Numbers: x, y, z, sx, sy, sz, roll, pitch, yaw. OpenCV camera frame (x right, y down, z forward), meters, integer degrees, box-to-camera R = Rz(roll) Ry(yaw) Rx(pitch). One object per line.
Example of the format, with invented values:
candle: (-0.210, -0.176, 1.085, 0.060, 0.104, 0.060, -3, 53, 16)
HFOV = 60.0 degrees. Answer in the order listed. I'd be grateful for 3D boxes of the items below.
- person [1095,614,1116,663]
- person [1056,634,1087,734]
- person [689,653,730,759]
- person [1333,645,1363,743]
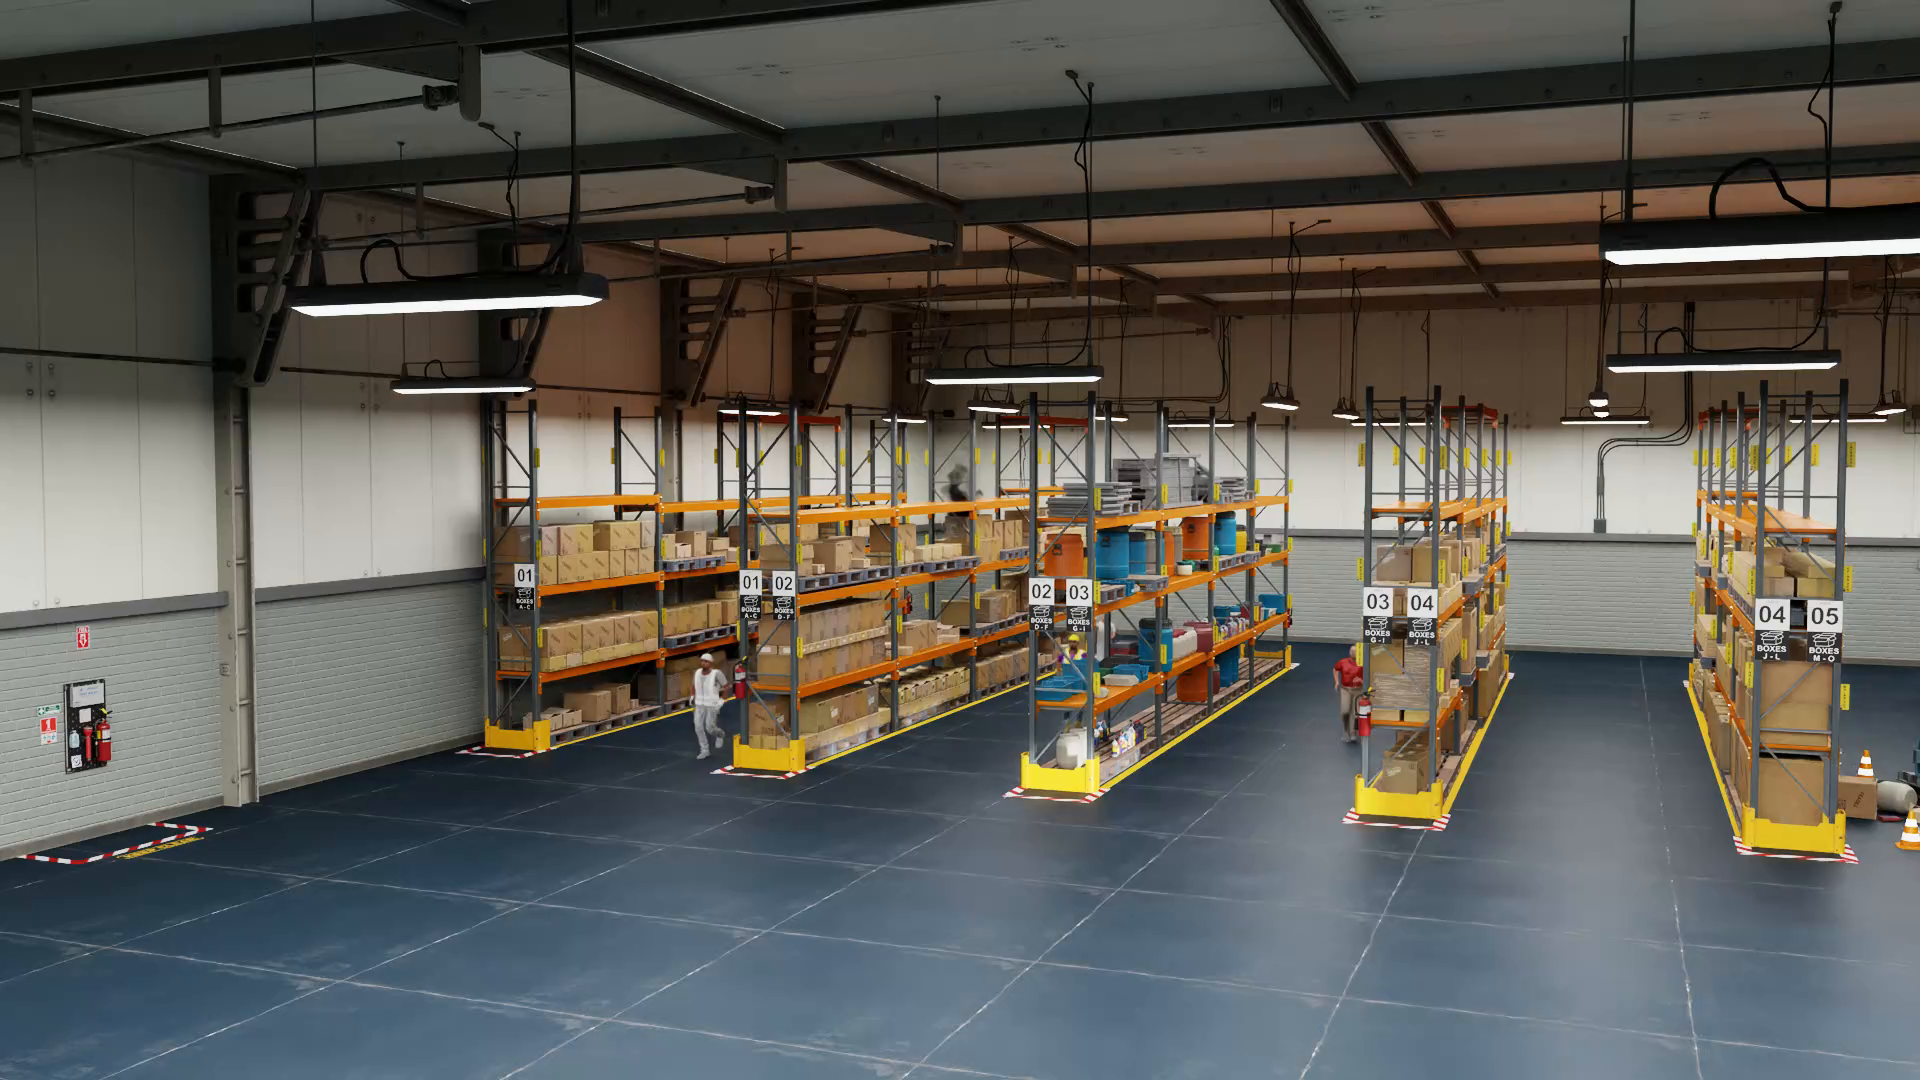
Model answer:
person: (3.142, 2.374, 36.372, 0.531, 1.721, 0.738, 0, 3, 5)
person: (2.056, 2.628, 30.338, 0.669, 1.823, 0.751, 1, 3, 12)
person: (-4.203, 2.764, 27.906, 0.715, 1.748, 0.653, 1, 3, 19)
person: (6.888, 2.707, 29.202, 0.652, 1.718, 0.653, 1, 3, 12)
